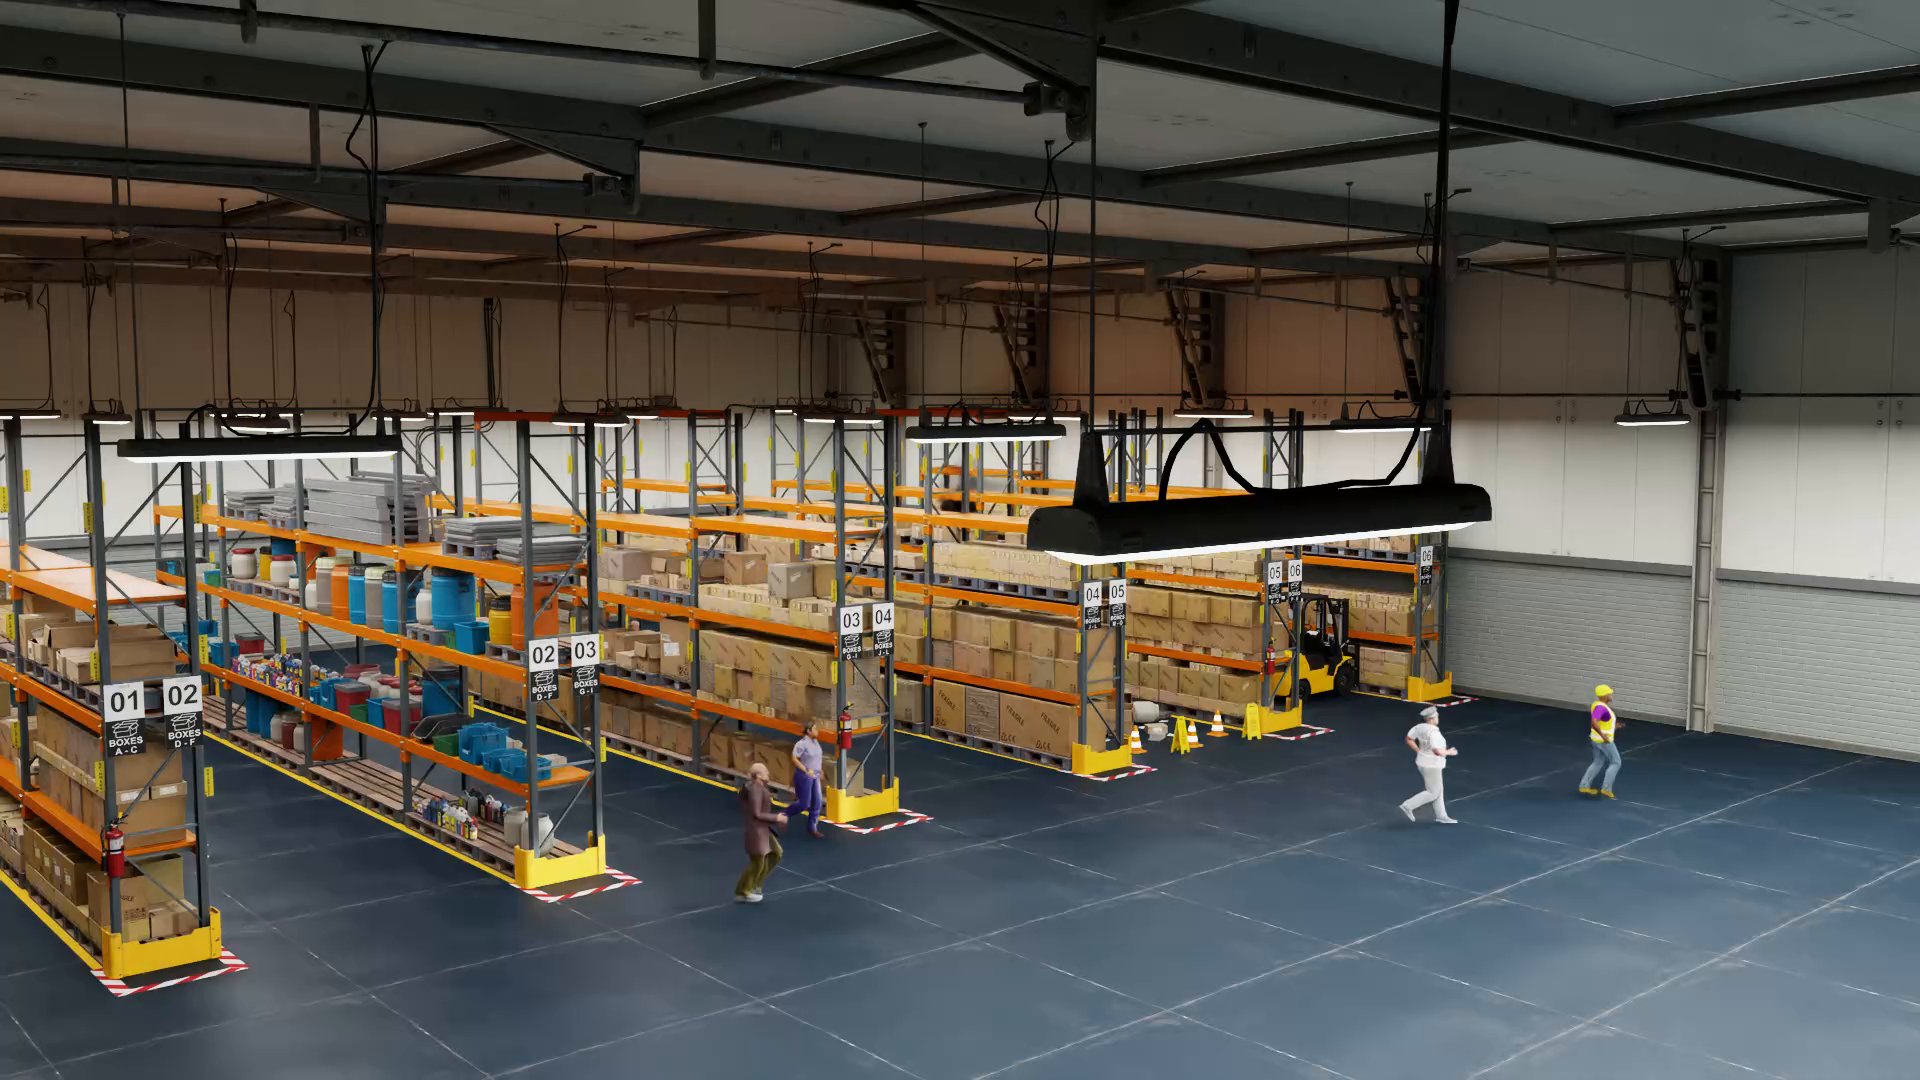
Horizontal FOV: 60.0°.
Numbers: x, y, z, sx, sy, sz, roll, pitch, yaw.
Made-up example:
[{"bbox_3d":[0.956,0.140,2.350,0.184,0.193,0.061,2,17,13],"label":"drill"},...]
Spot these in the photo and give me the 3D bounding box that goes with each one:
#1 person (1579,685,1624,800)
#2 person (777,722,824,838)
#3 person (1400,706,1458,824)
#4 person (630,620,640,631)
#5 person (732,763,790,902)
[{"bbox_3d":[10.077,3.179,26.055,0.681,1.825,0.681,1,5,6],"label":"person"},{"bbox_3d":[-2.212,3.435,23.975,0.741,1.601,0.684,2,6,26],"label":"person"},{"bbox_3d":[6.859,3.311,24.304,0.954,1.775,0.664,-1,5,-10],"label":"person"},{"bbox_3d":[-6.552,2.525,33.537,0.671,1.798,0.771,-5,7,-43],"label":"person"},{"bbox_3d":[-2.476,3.661,20.683,0.722,1.723,0.698,0,5,-4],"label":"person"}]
